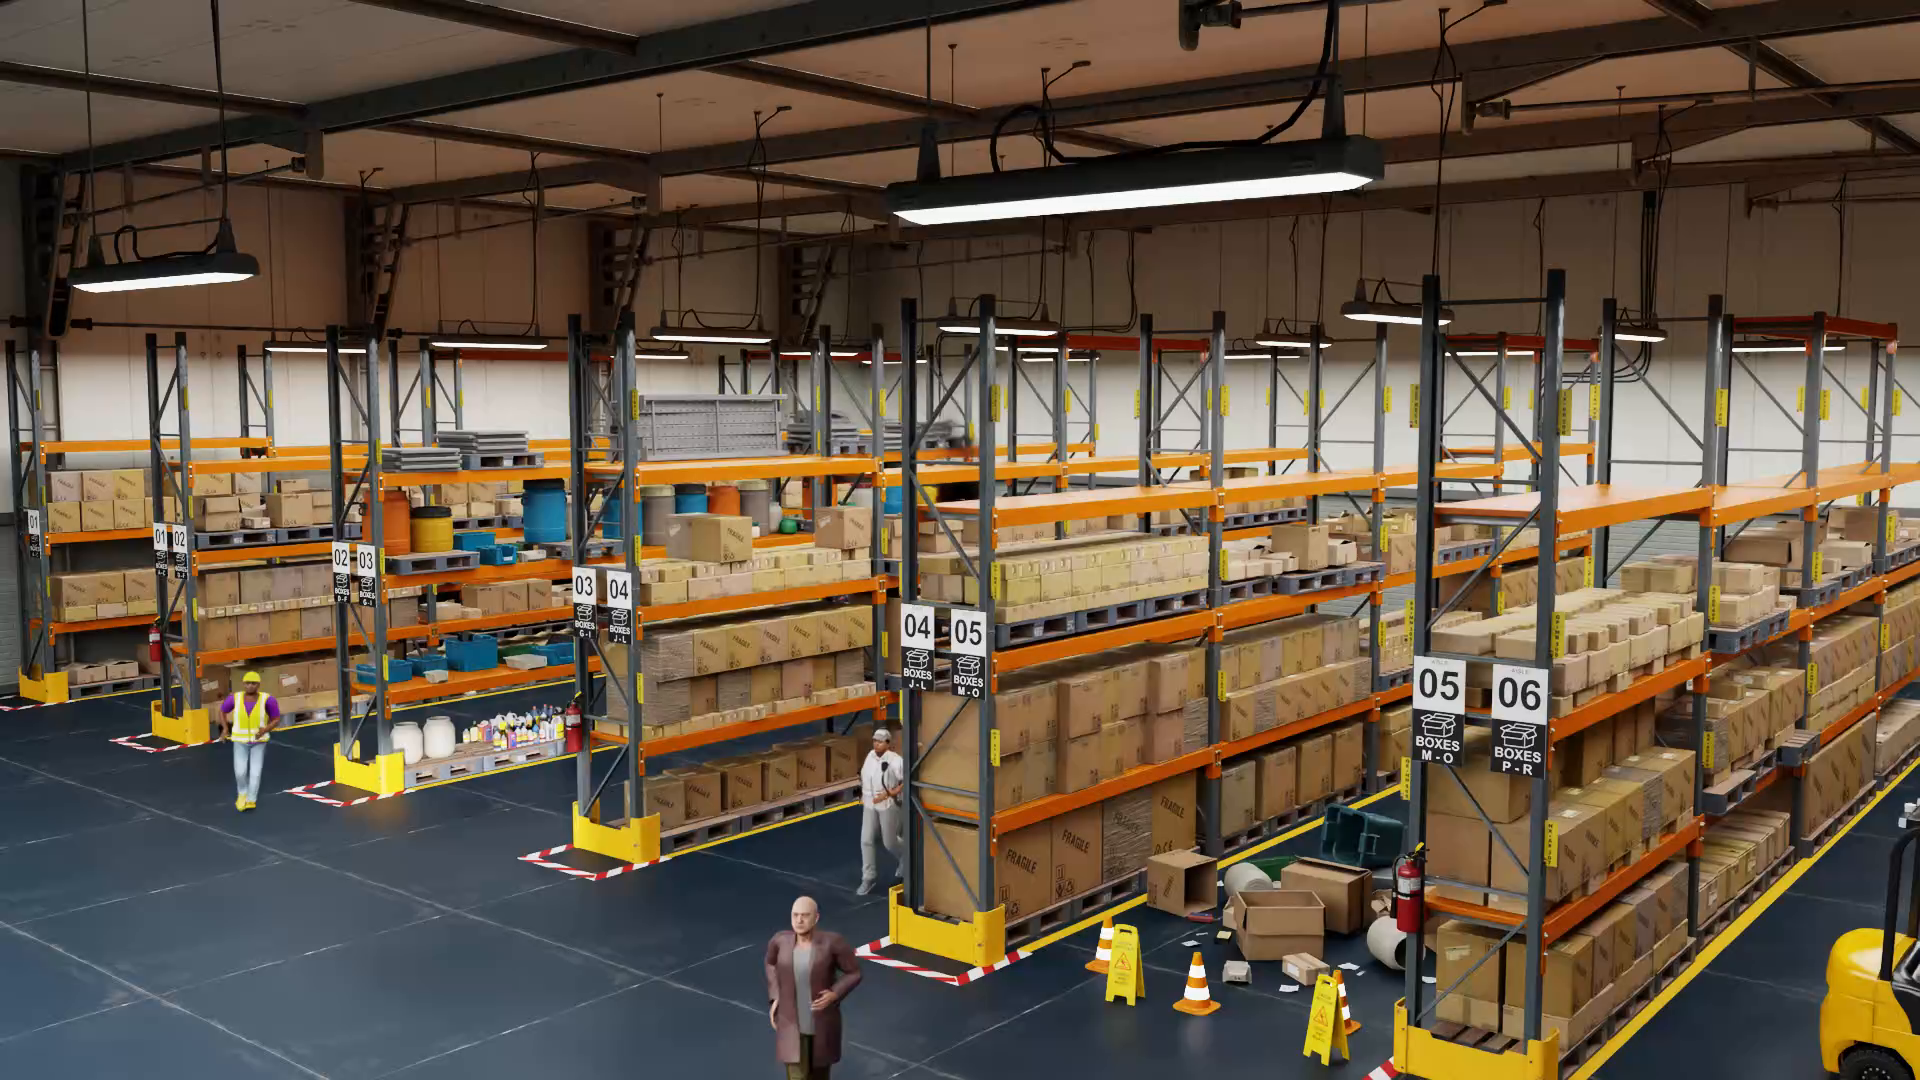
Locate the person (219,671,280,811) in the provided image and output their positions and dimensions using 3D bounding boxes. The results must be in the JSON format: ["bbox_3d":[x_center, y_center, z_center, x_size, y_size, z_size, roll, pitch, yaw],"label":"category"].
[{"bbox_3d":[-8.701,2.466,20.375,0.706,1.730,0.581,-2,5,-20],"label":"person"}]

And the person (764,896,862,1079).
[{"bbox_3d":[-1.004,3.277,11.197,0.695,1.790,0.909,0,5,2],"label":"person"}]

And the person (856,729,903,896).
[{"bbox_3d":[-0.791,2.790,17.289,0.615,1.684,0.825,3,6,30],"label":"person"}]
